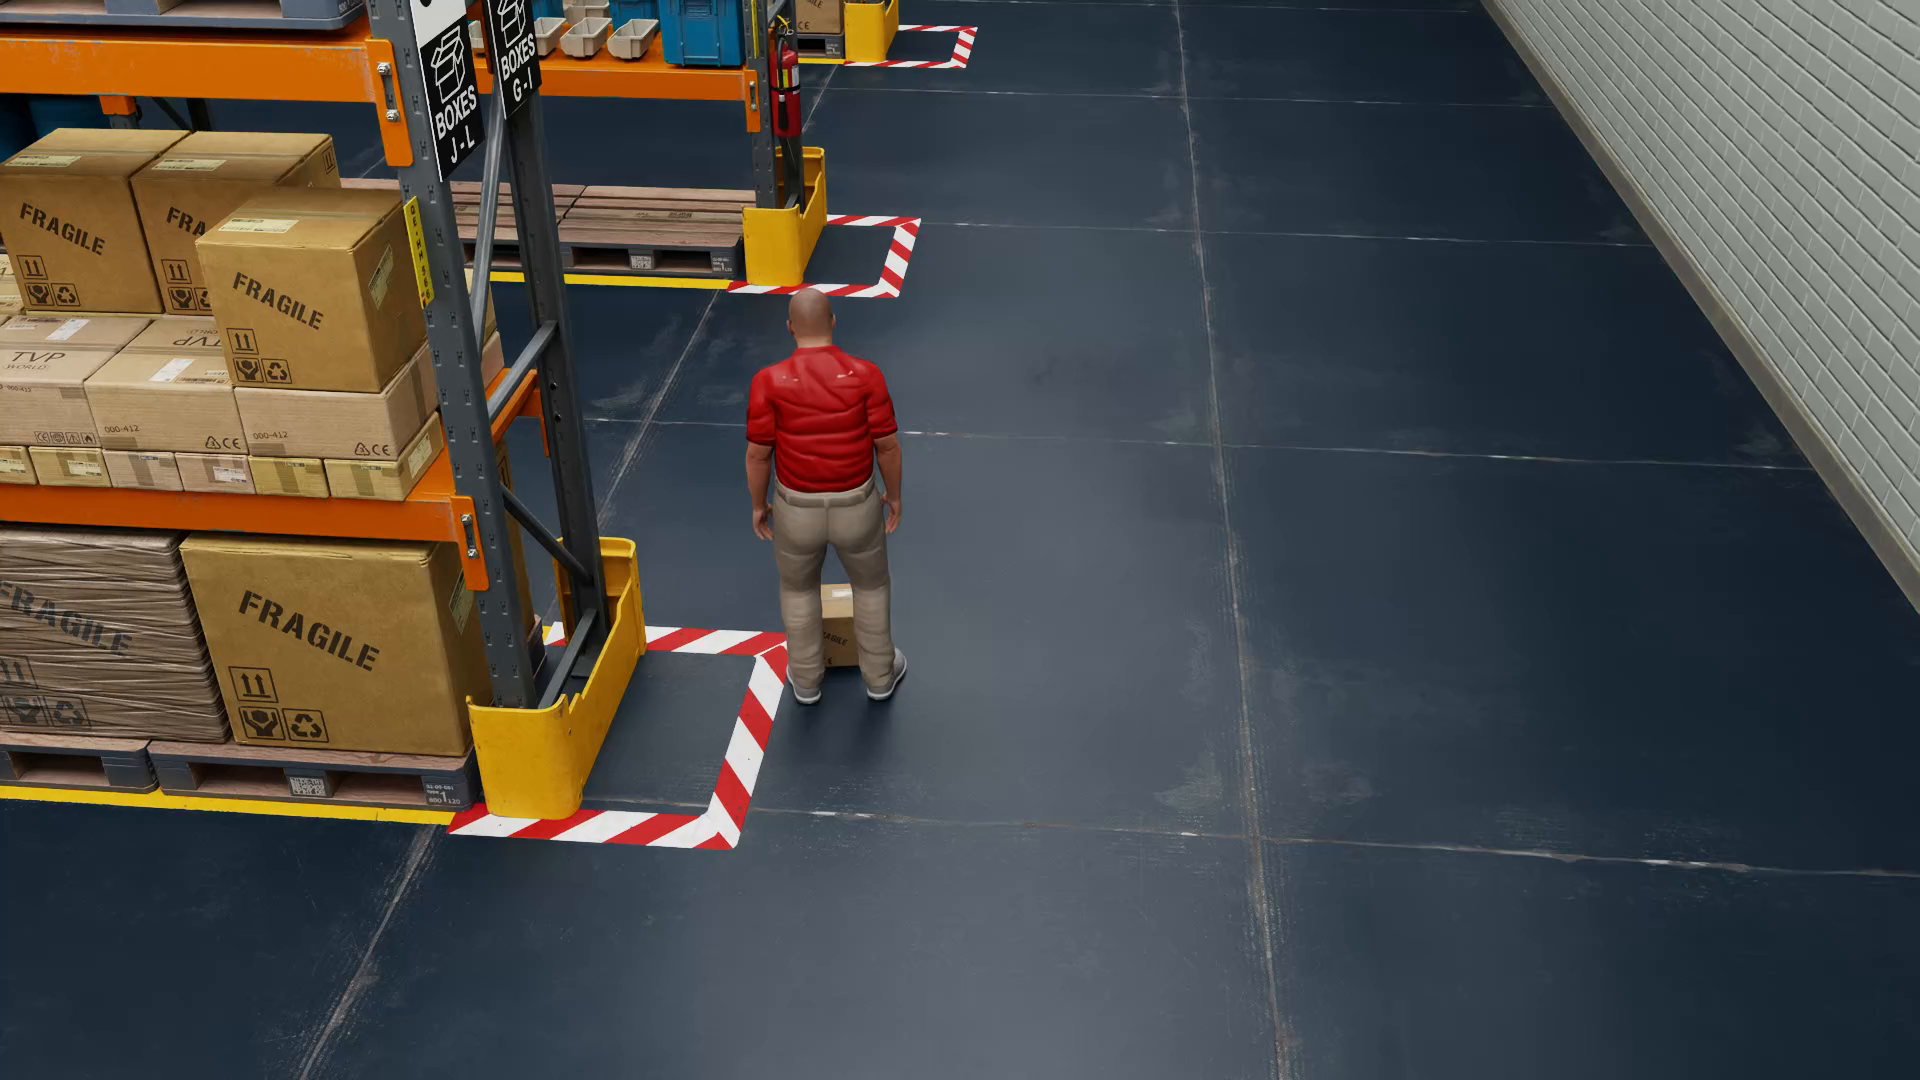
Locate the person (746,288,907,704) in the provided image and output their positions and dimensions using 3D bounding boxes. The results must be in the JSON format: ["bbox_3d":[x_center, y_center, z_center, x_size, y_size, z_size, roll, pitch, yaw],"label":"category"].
[{"bbox_3d":[-0.508,-0.135,6.368,0.591,1.725,0.392,-3,32,-4],"label":"person"}]
